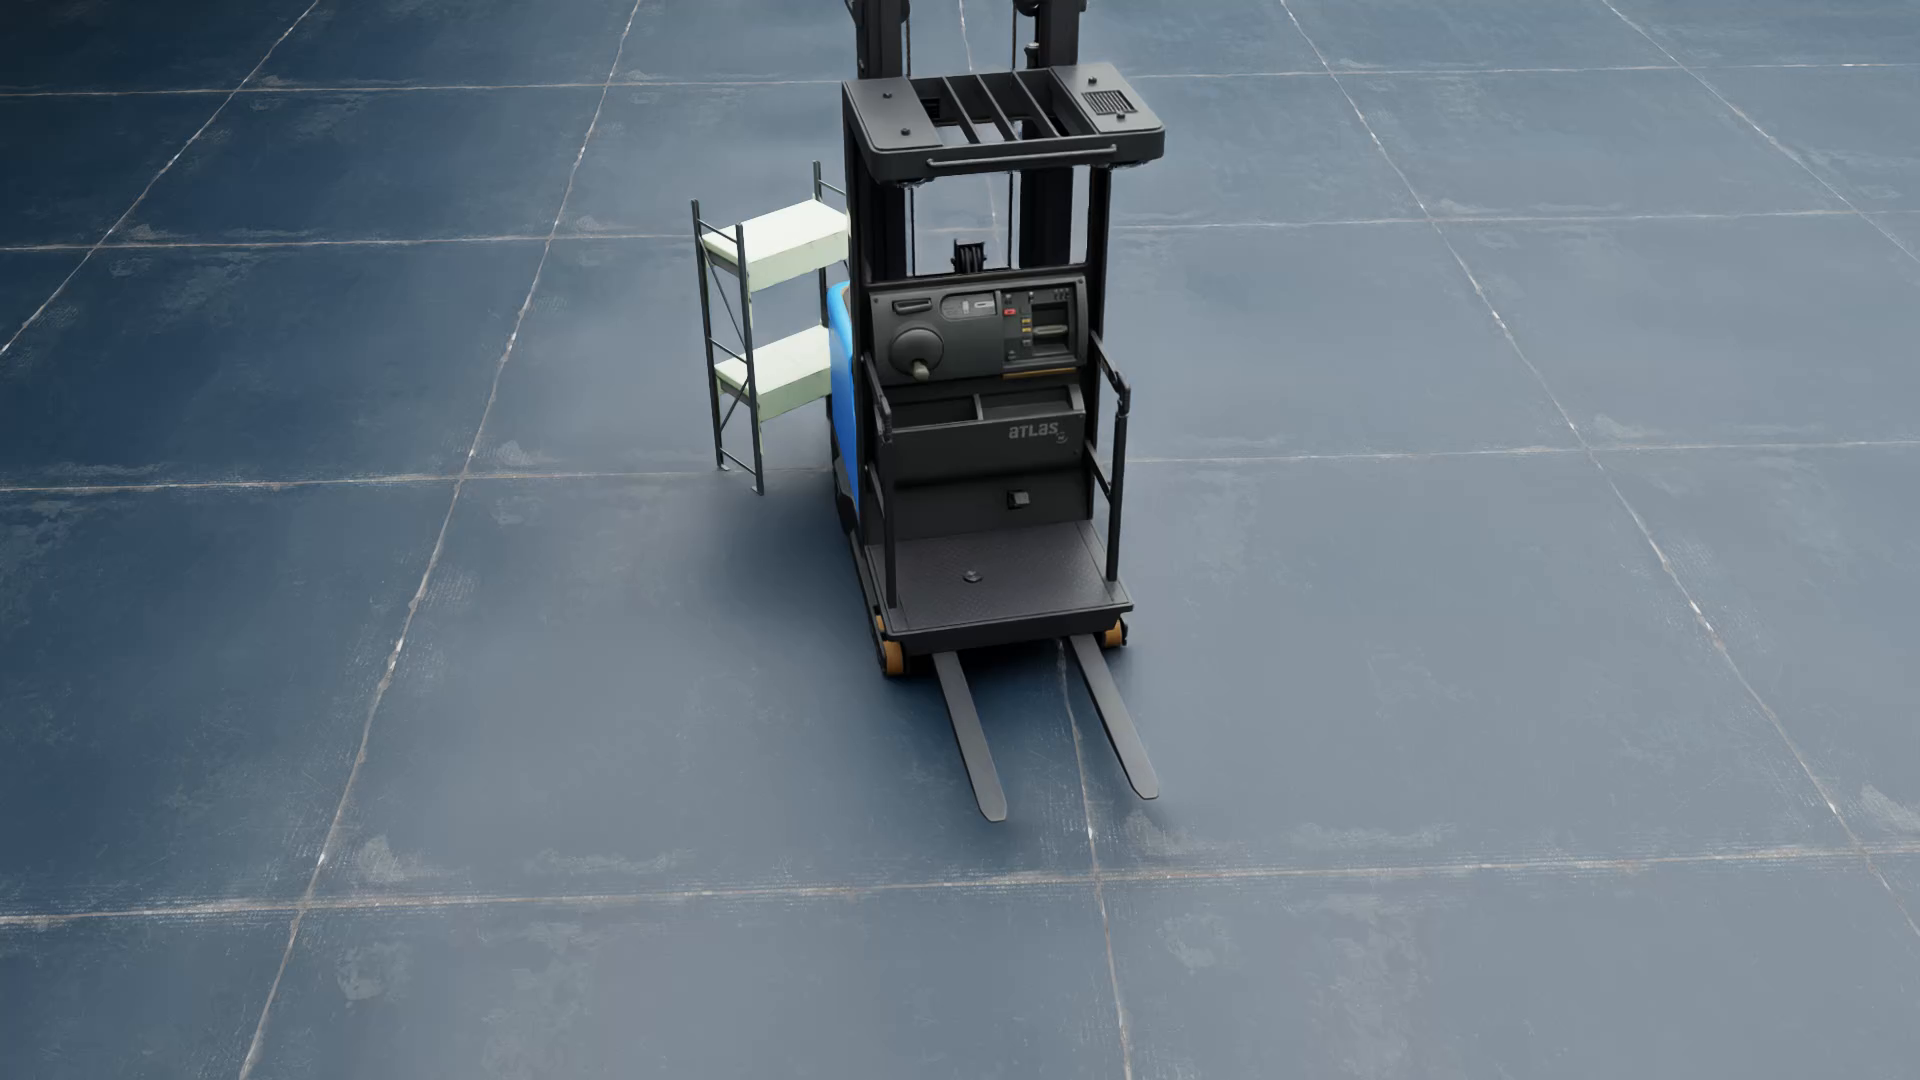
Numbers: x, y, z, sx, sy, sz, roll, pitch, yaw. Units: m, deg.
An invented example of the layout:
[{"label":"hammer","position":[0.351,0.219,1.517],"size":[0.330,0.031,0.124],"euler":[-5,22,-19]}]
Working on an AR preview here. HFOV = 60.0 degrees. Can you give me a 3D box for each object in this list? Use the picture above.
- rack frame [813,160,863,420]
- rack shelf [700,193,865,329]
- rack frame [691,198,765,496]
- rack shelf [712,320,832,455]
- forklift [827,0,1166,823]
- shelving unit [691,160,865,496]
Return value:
[{"label":"rack frame","position":[-0.601,-1.210,8.680],"size":[0.023,1.500,0.400],"euler":[-27,43,-33]},{"label":"rack shelf","position":[-0.876,-1.393,8.259],"size":[0.720,0.370,0.431],"euler":[-27,43,-33]},{"label":"rack frame","position":[-1.150,-0.935,8.283],"size":[0.023,1.500,0.400],"euler":[-27,43,-33]},{"label":"rack shelf","position":[-0.876,-0.804,8.667],"size":[0.720,0.370,0.431],"euler":[-27,43,-33]},{"label":"forklift","position":[0.132,-0.833,6.878],"size":[1.130,2.935,3.031],"euler":[-7,35,-10]},{"label":"shelving unit","position":[-0.876,-1.072,8.482],"size":[0.755,1.500,0.431],"euler":[-27,43,-33]}]
